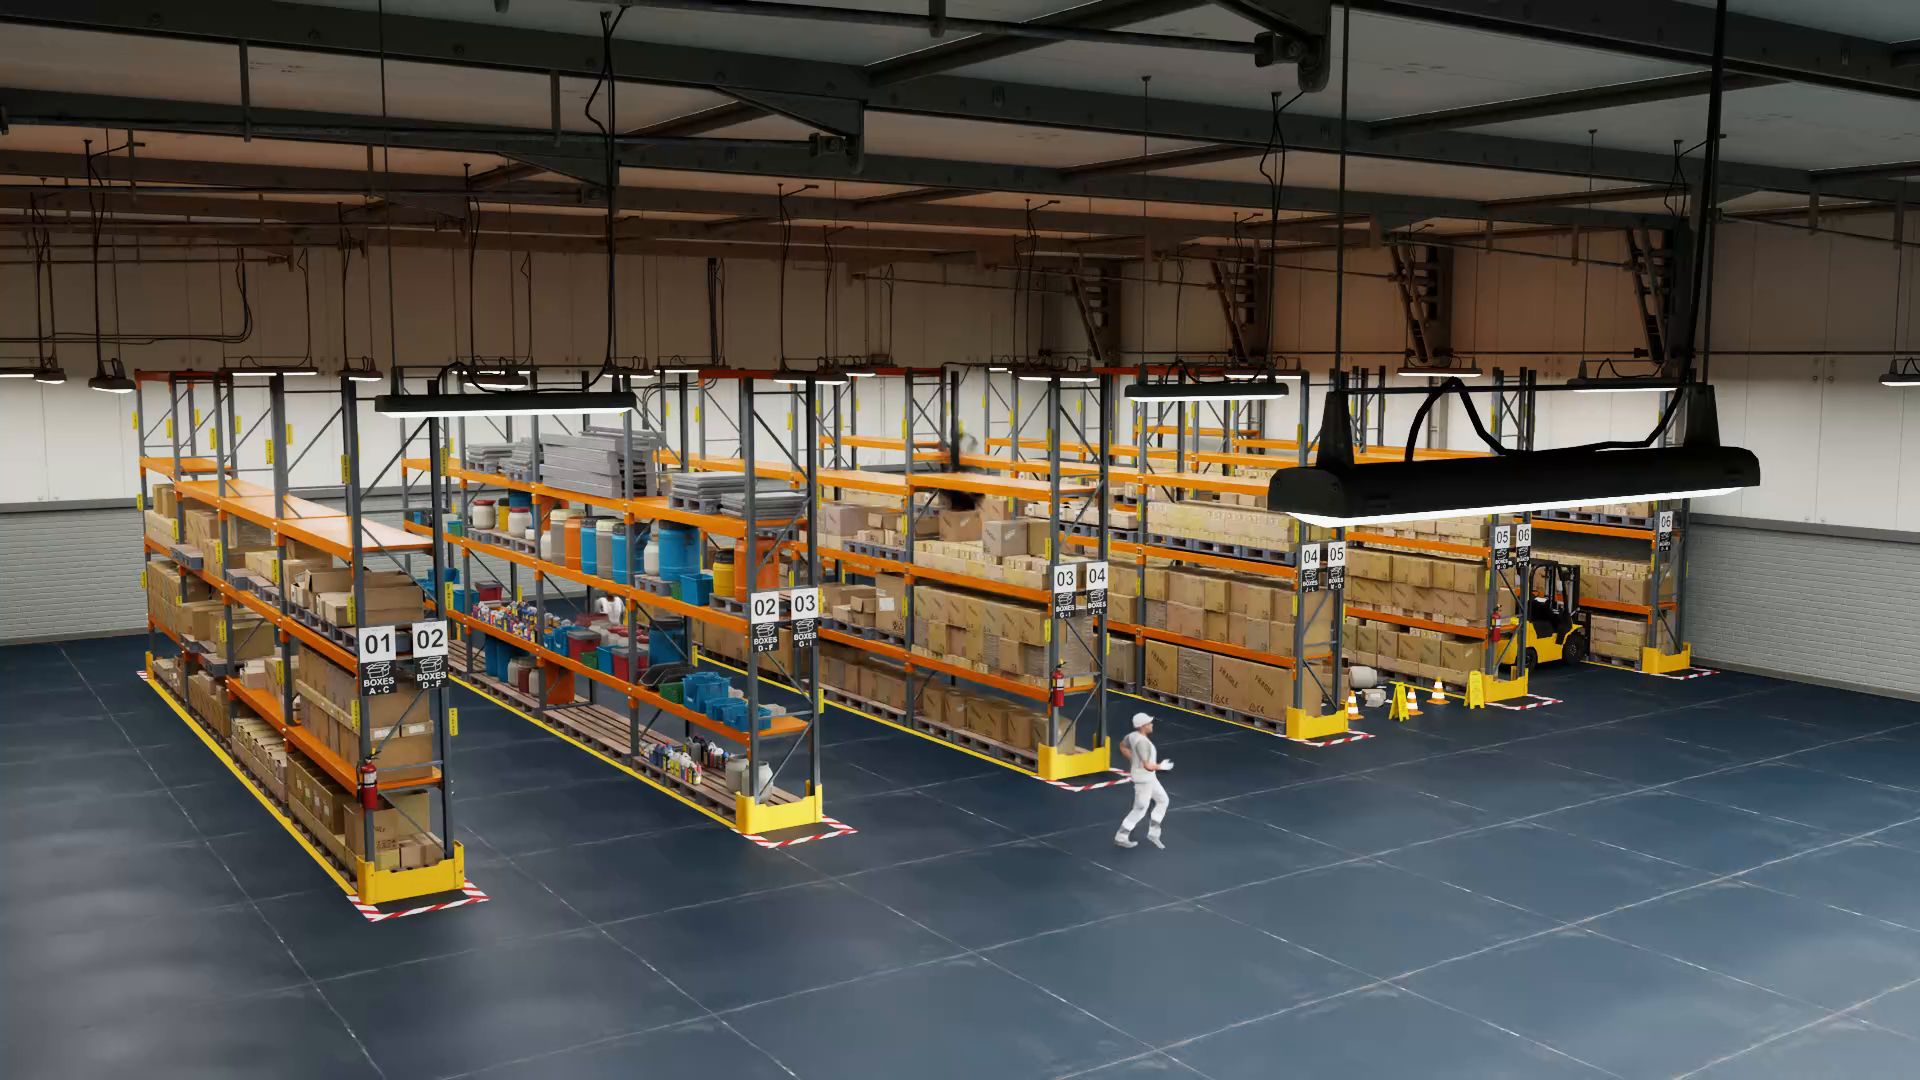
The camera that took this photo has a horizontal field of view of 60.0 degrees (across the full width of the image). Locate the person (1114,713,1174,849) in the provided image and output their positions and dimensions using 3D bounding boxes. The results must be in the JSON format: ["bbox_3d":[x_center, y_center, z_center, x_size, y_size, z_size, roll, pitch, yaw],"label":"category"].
[{"bbox_3d":[2.338,3.080,21.173,0.750,1.809,0.670,0,6,1],"label":"person"}]

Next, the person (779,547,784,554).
[{"bbox_3d":[-4.464,0.933,40.267,0.747,1.723,0.740,2,7,13],"label":"person"}]

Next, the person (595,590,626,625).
[{"bbox_3d":[-6.935,1.732,32.938,0.689,1.762,0.877,-5,8,-39],"label":"person"}]
